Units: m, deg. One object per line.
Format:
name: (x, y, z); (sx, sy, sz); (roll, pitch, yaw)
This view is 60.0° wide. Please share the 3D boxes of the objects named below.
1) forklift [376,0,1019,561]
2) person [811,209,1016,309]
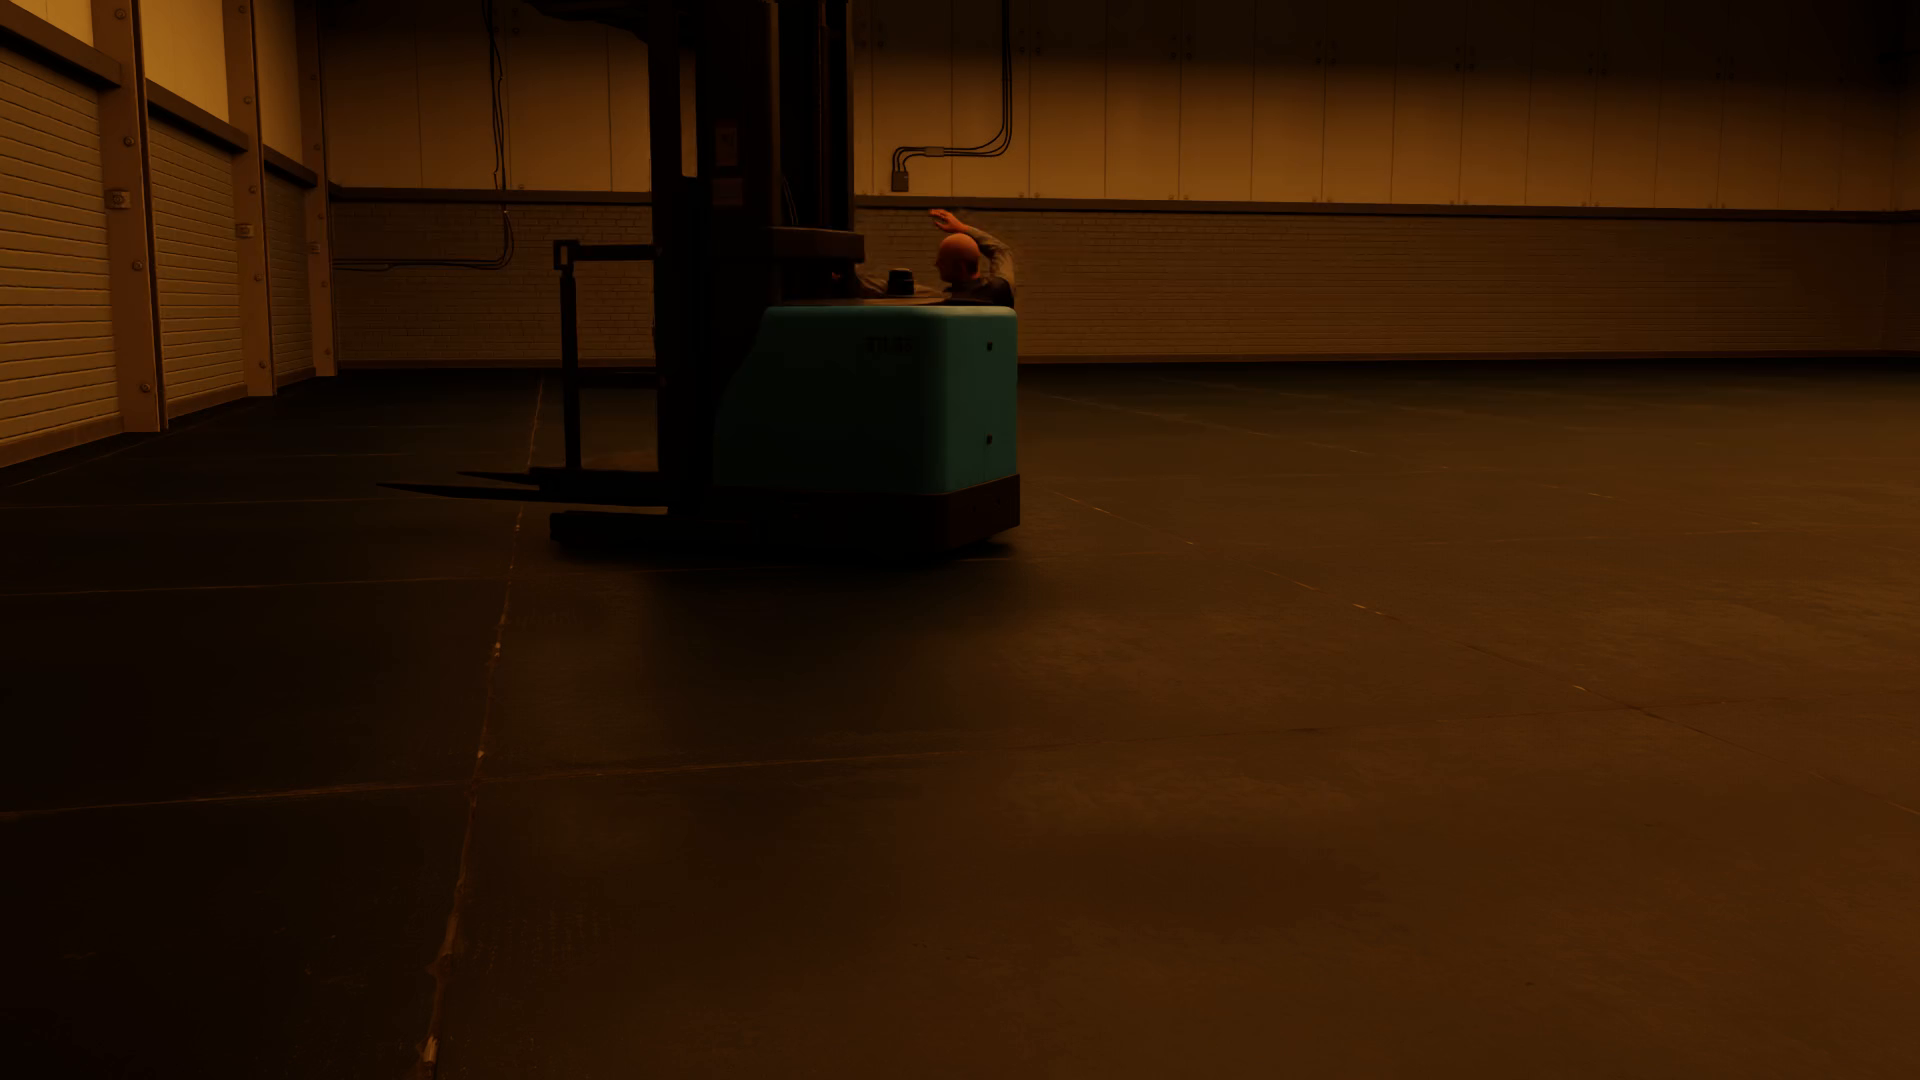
forklift: (-1.297, -1.468, 7.623); (3.031, 2.935, 1.130); (3, 9, 21)
person: (-0.277, -0.845, 8.270); (1.079, 1.584, 0.852); (-2, 8, -14)
